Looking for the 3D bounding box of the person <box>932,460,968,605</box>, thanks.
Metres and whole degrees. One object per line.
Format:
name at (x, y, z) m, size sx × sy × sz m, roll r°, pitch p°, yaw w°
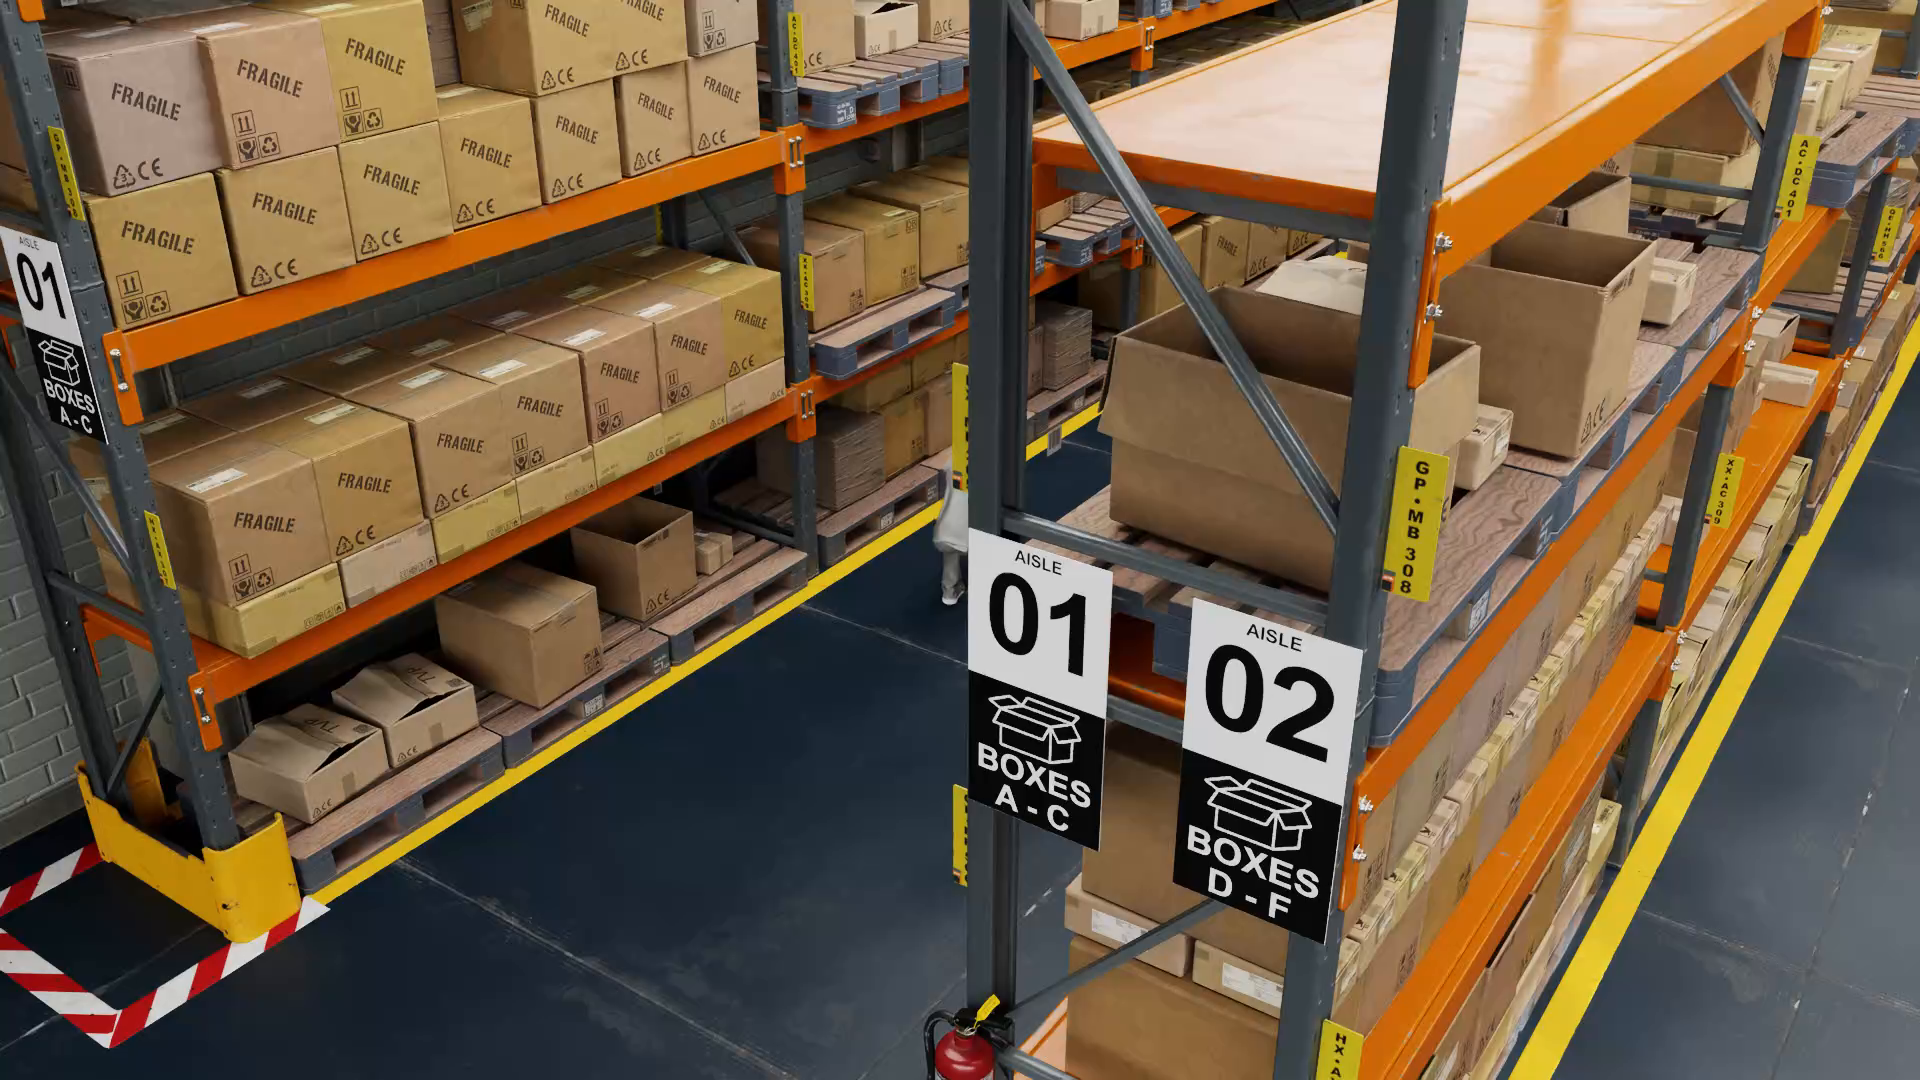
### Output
person at (0.065, -0.092, 10.017) m, size 0.447 × 0.948 × 0.773 m, roll 10°, pitch 29°, yaw 19°
